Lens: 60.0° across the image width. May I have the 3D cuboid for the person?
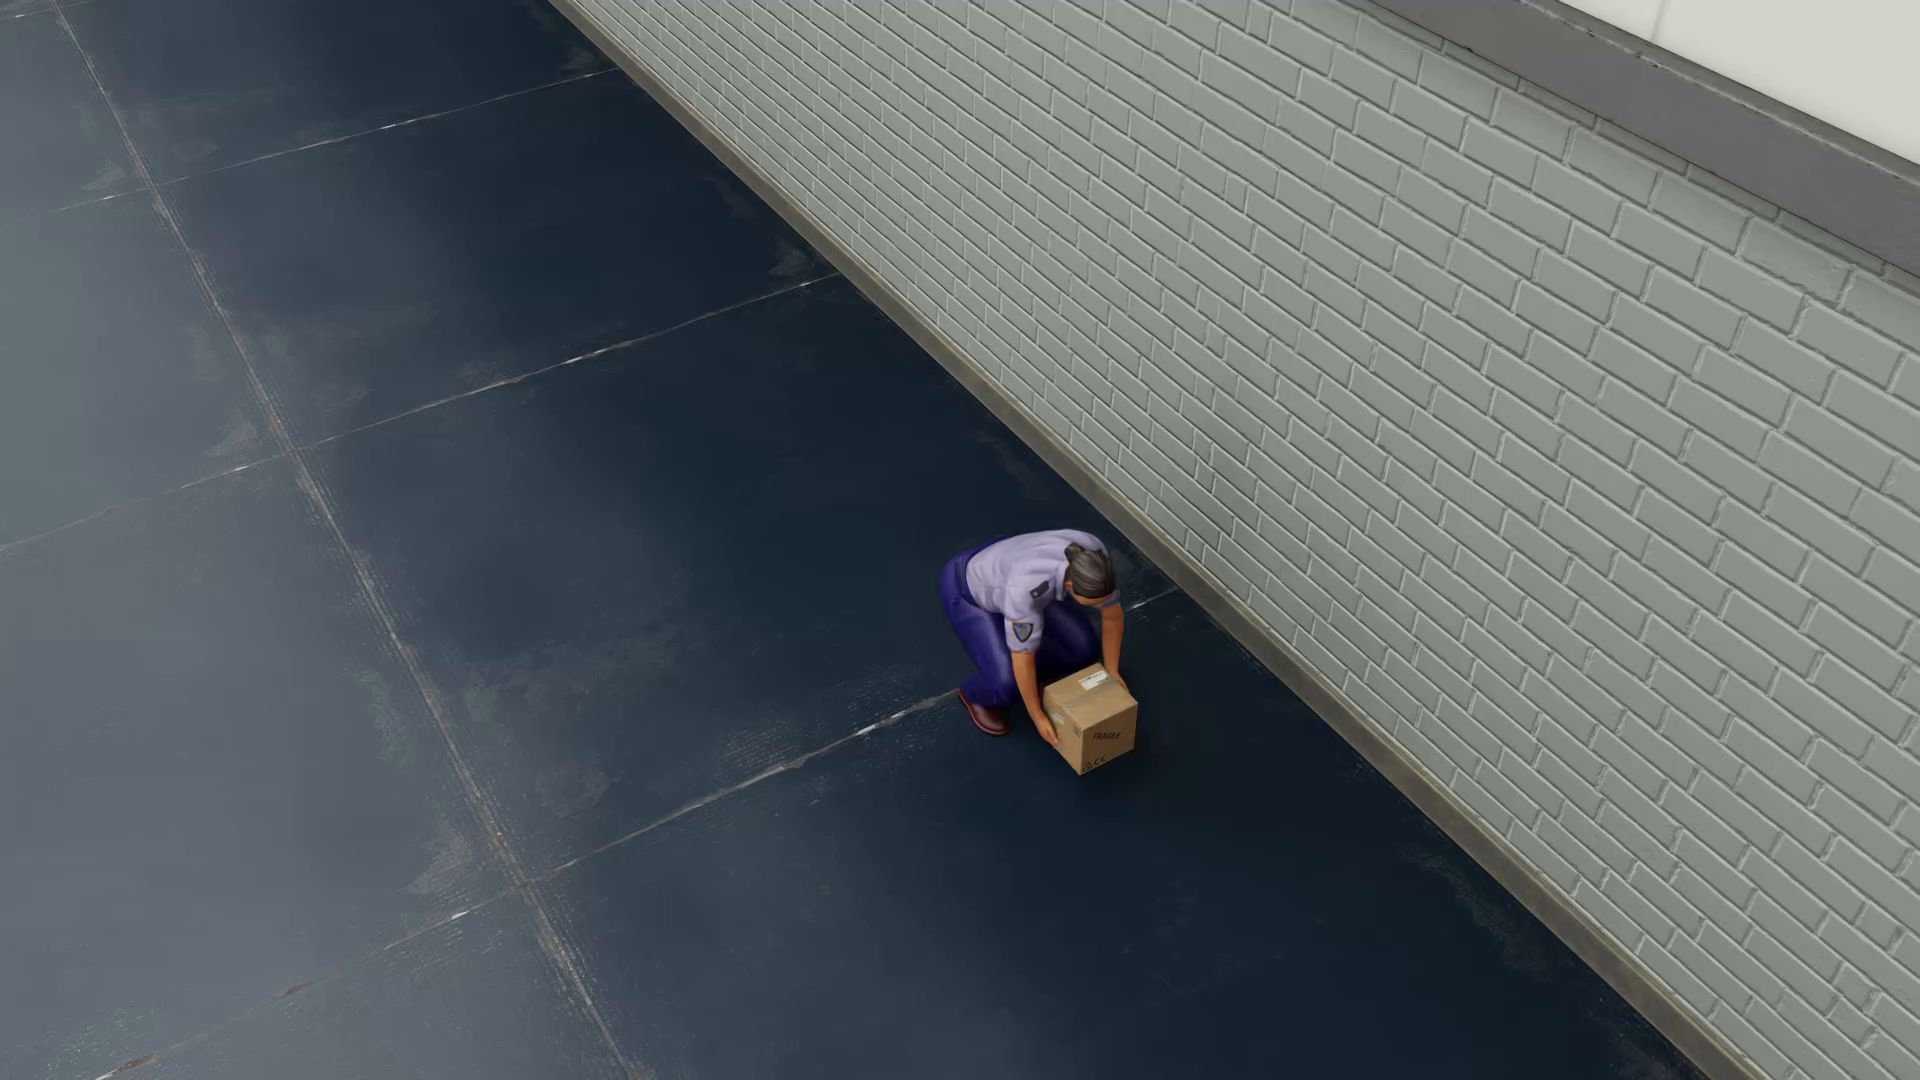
[{"bbox_3d":[0.283,0.302,6.306,0.531,1.020,0.795,-23,46,-24],"label":"person"}]
